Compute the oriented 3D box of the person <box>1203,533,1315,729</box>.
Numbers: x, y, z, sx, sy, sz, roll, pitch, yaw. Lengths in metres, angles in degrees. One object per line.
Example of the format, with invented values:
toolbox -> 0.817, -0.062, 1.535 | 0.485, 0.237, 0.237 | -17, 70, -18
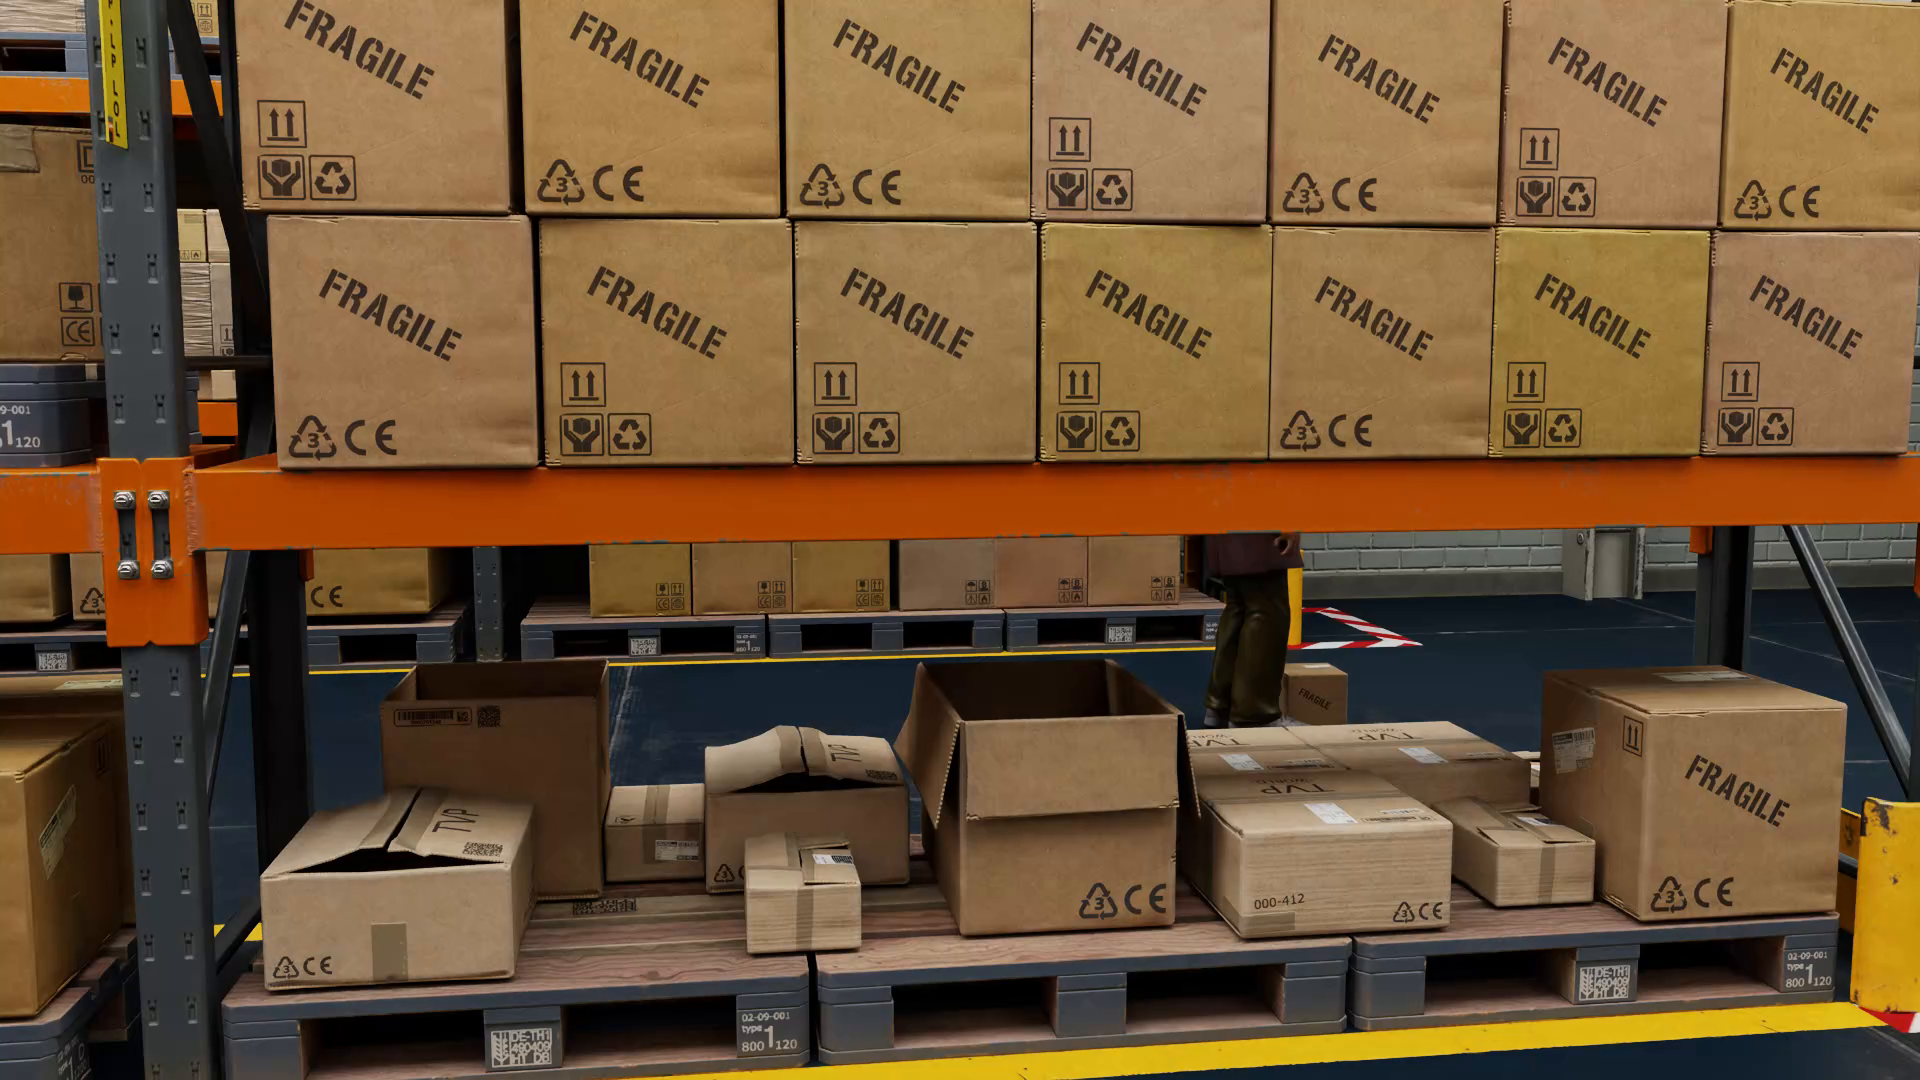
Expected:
person -> 1.181, -0.103, 6.702 | 0.421, 1.774, 0.654 | -1, 6, -12
